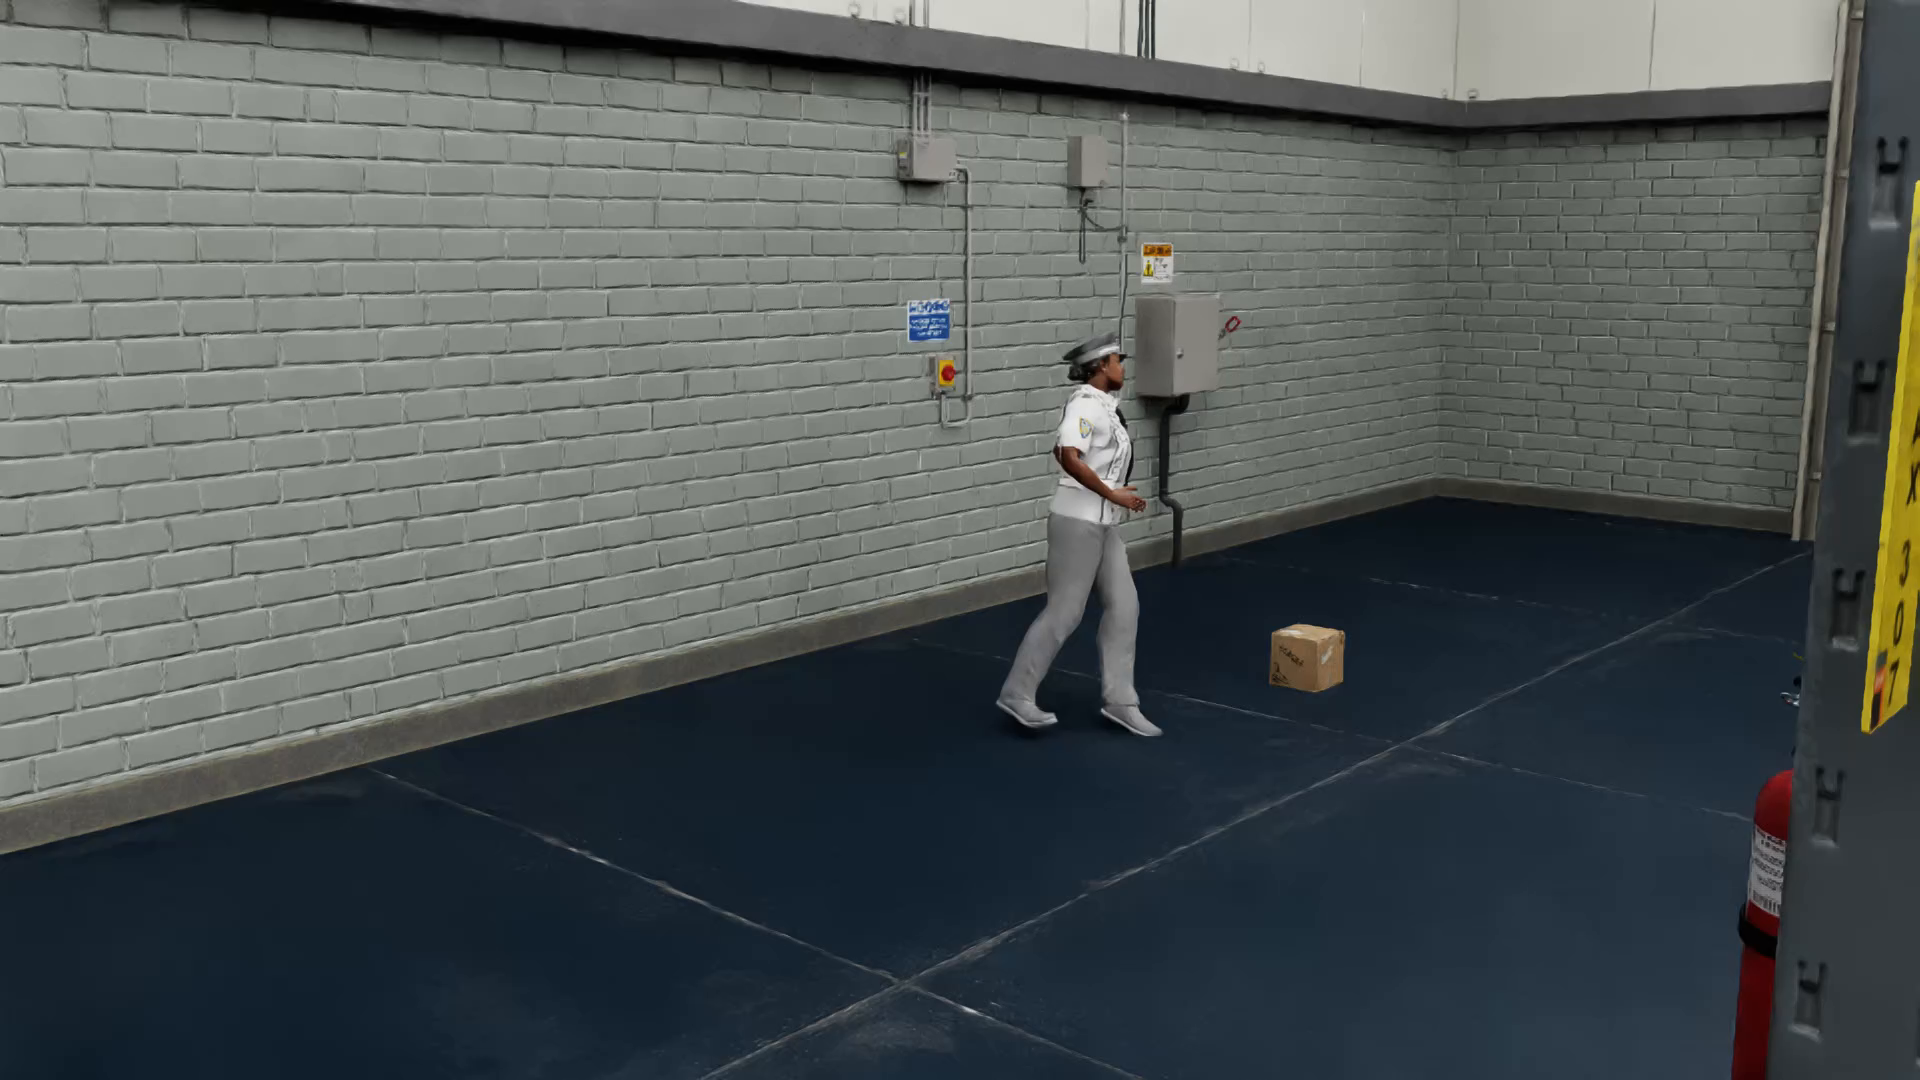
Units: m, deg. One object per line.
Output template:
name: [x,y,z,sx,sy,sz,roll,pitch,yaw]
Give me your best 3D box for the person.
person: [0.542,-0.029,7.076,0.704,1.719,0.658,2,11,13]
